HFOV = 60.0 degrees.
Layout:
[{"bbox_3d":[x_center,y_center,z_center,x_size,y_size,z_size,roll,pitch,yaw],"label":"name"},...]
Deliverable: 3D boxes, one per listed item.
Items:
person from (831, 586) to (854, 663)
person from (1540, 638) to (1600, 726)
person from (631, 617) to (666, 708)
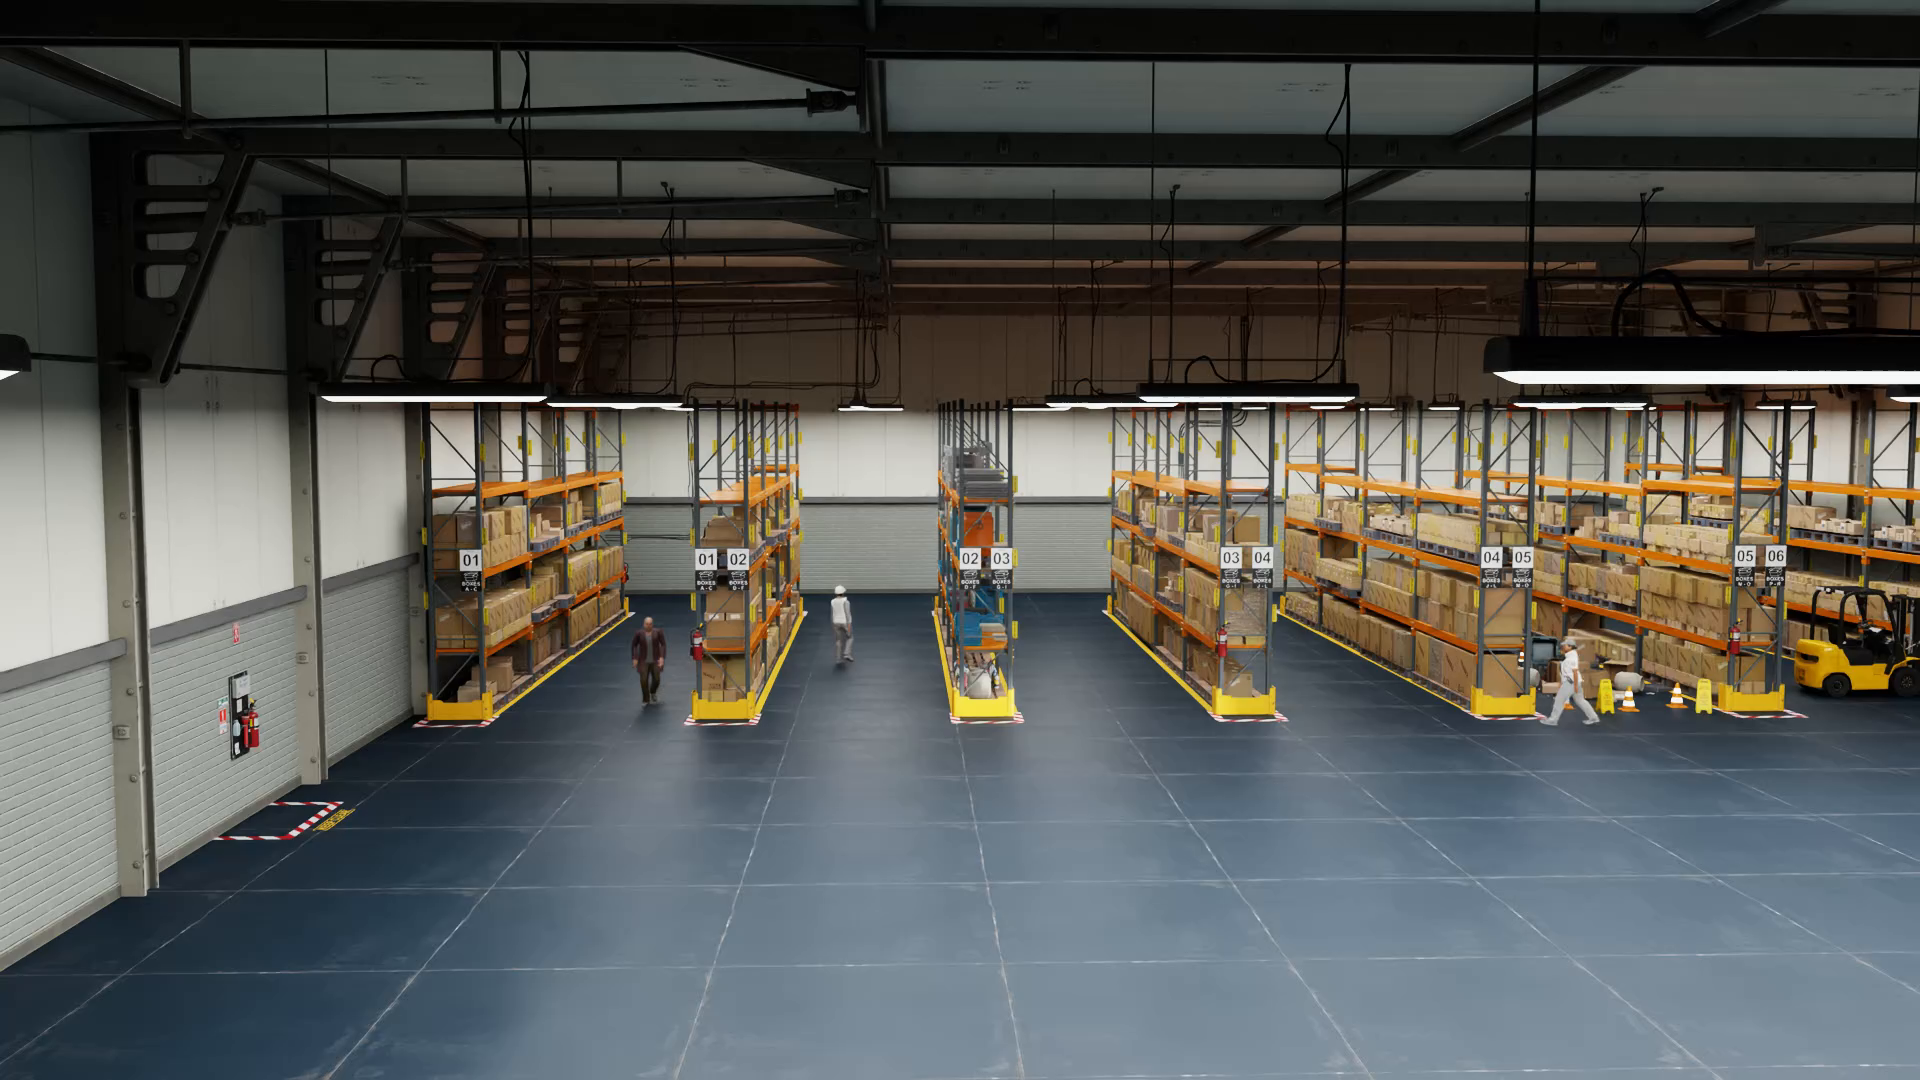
[{"bbox_3d":[-2.736,1.930,38.225,0.546,1.764,0.541,1,4,12],"label":"person"},{"bbox_3d":[11.168,2.601,30.401,1.042,1.608,0.487,1,5,18],"label":"person"},{"bbox_3d":[-6.117,2.387,32.656,0.673,1.738,0.740,-1,4,-13],"label":"person"}]
